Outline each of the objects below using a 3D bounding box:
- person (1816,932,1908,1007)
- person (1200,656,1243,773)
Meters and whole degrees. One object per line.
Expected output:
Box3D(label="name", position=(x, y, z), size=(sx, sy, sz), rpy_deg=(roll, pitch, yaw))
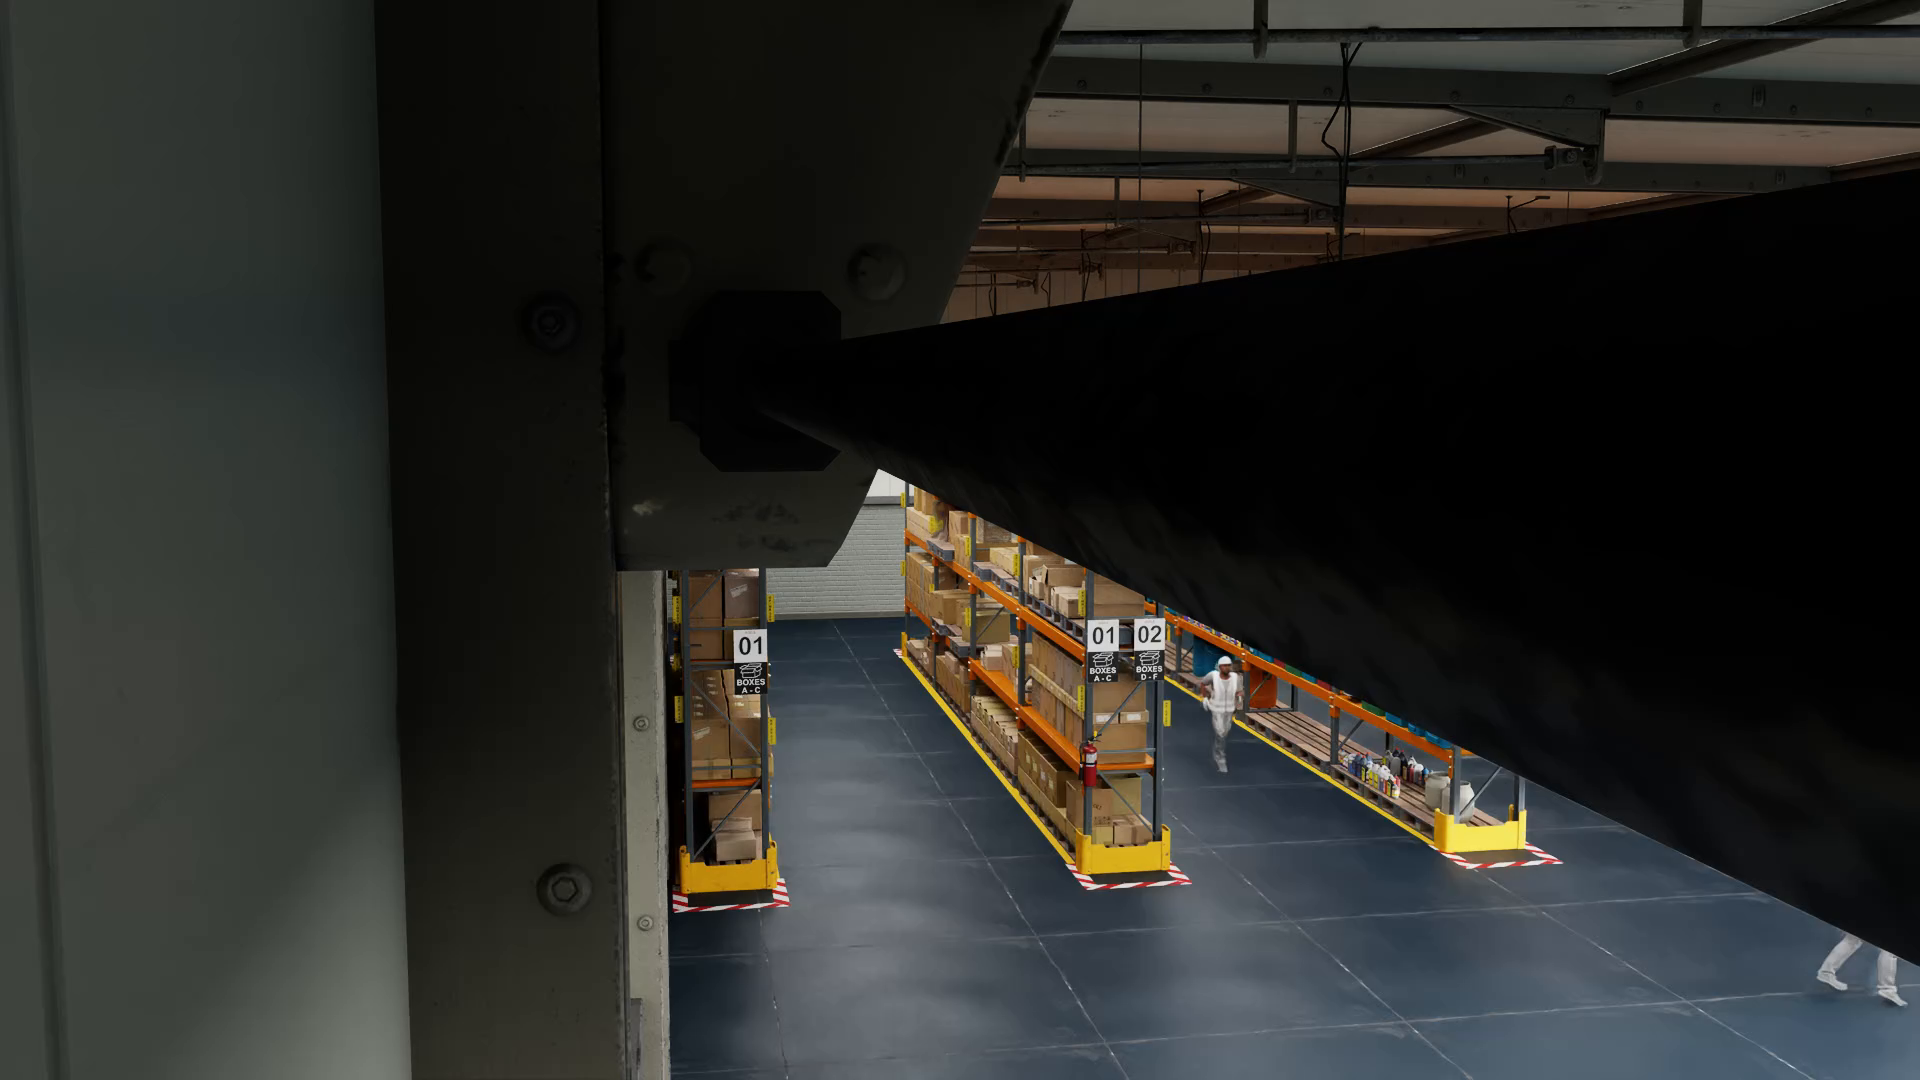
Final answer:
Box3D(label="person", position=(9.048, 3.725, 16.609), size=(0.807, 1.823, 0.677), rpy_deg=(1, 6, 9))
Box3D(label="person", position=(4.159, 2.725, 26.348), size=(0.599, 1.828, 0.918), rpy_deg=(-2, 6, -15))
